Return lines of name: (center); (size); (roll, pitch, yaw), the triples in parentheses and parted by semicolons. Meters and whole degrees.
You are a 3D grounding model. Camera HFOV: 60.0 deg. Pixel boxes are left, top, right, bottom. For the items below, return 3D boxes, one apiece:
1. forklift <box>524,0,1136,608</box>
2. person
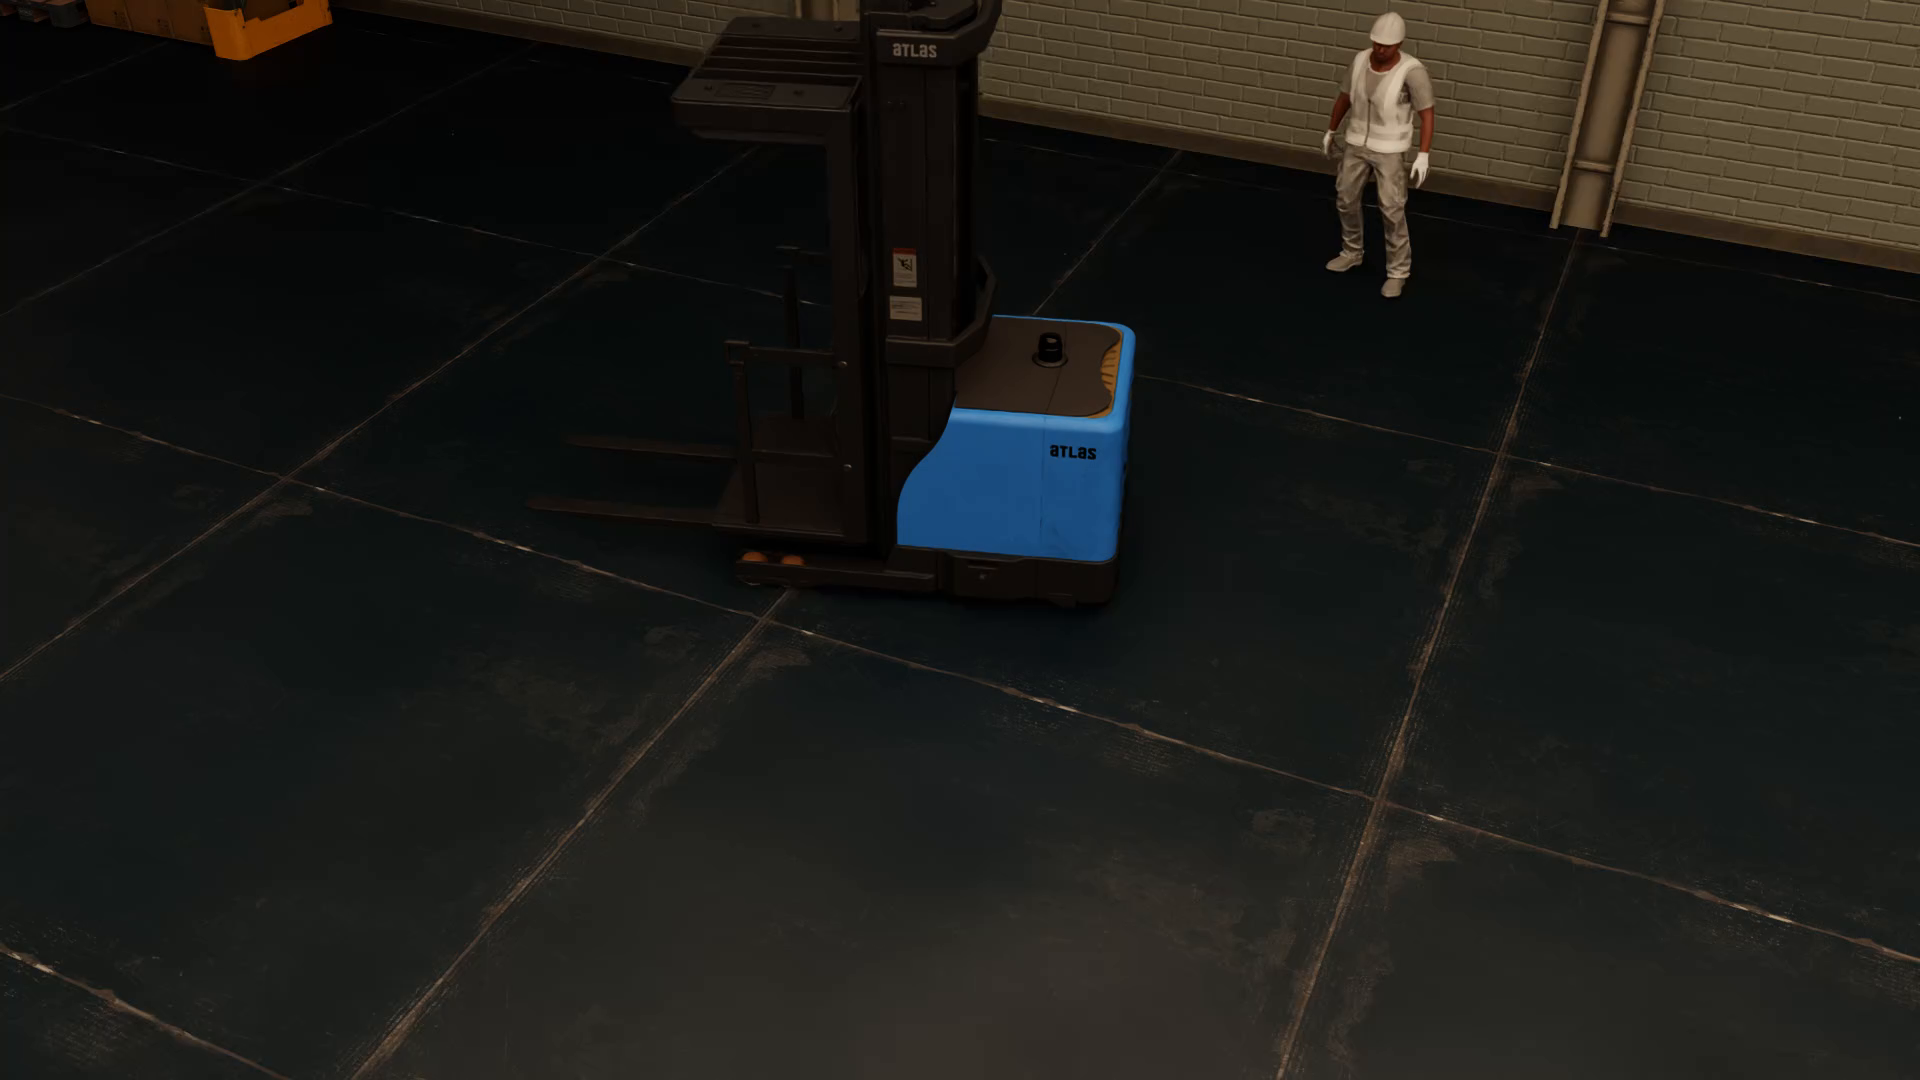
forklift: (-0.677, -1.248, 7.837); (3.031, 2.935, 1.130); (5, 36, 7)
person: (2.648, -2.490, 10.592); (0.811, 1.755, 0.417); (28, 44, 33)
